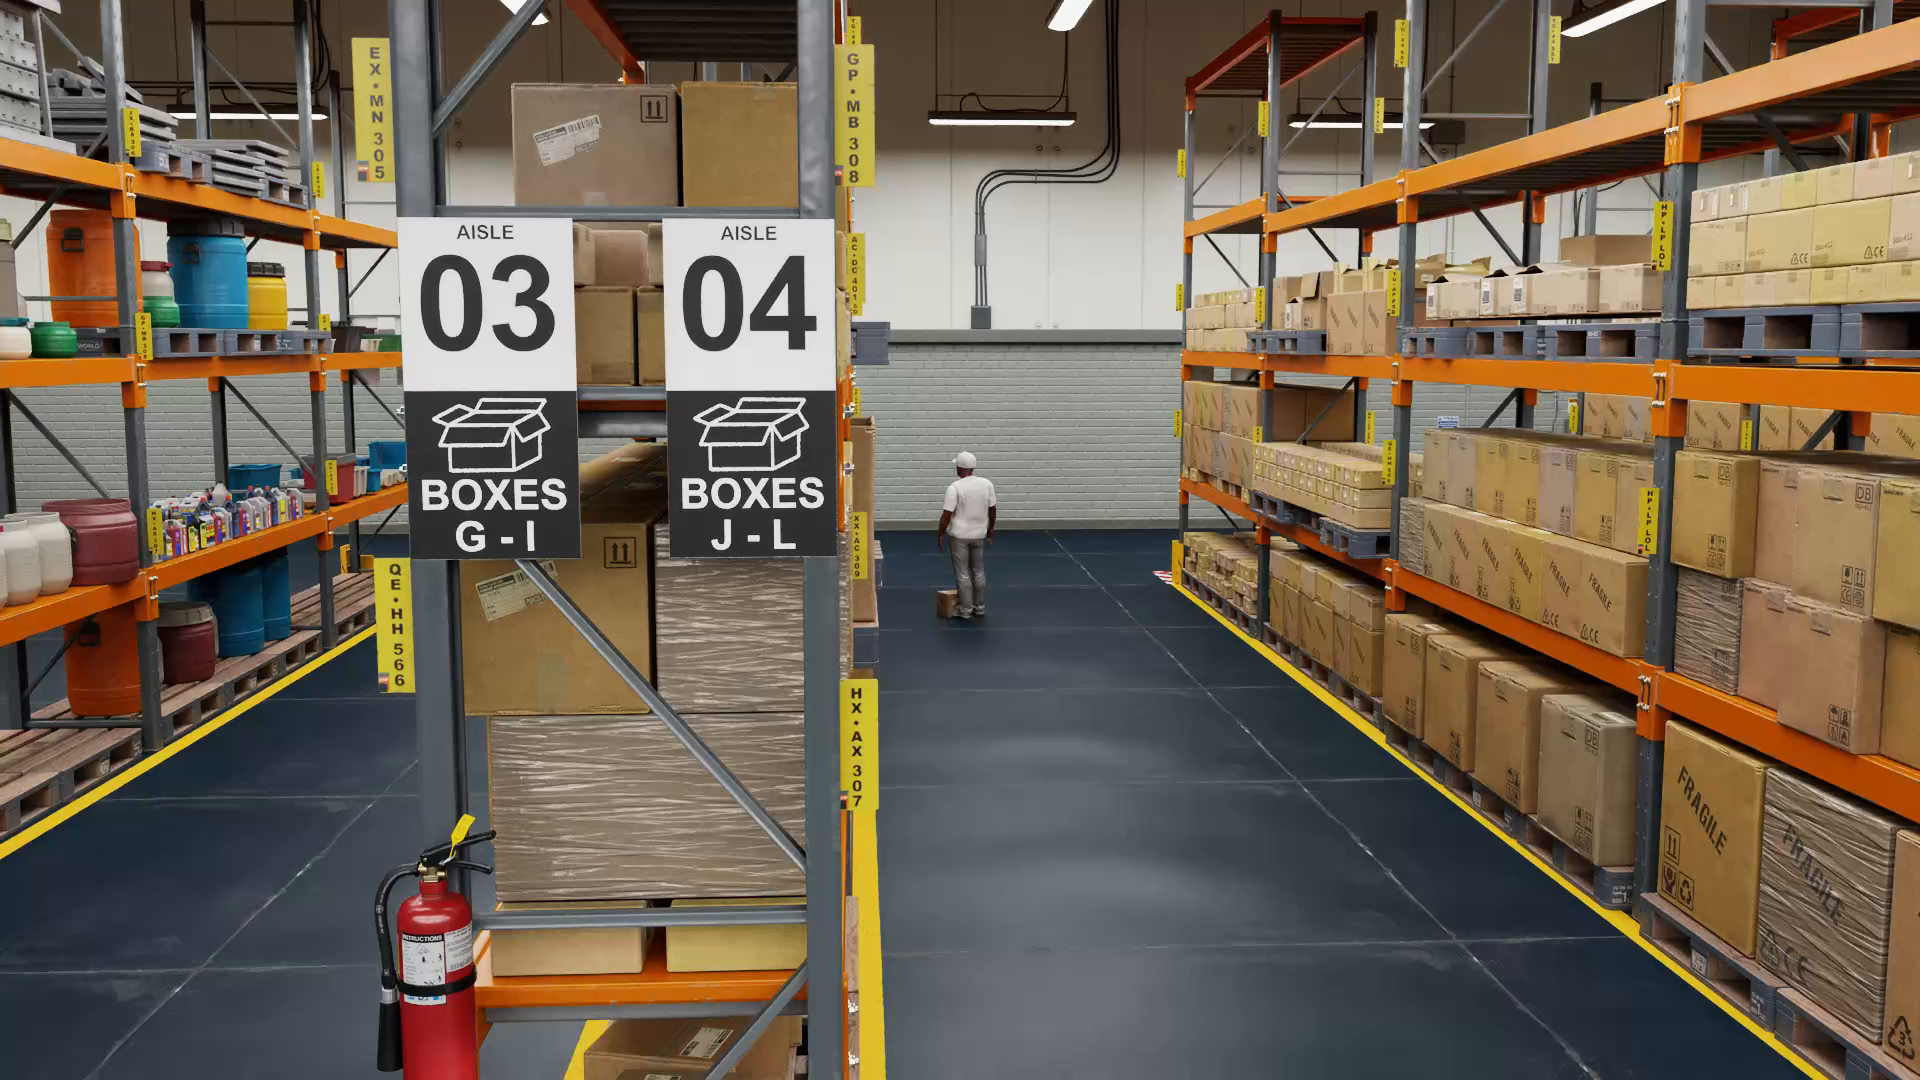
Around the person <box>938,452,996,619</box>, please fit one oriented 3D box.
[{"bbox_3d":[0.038,-0.058,17.572,0.665,1.764,0.574,-4,8,-28],"label":"person"}]
